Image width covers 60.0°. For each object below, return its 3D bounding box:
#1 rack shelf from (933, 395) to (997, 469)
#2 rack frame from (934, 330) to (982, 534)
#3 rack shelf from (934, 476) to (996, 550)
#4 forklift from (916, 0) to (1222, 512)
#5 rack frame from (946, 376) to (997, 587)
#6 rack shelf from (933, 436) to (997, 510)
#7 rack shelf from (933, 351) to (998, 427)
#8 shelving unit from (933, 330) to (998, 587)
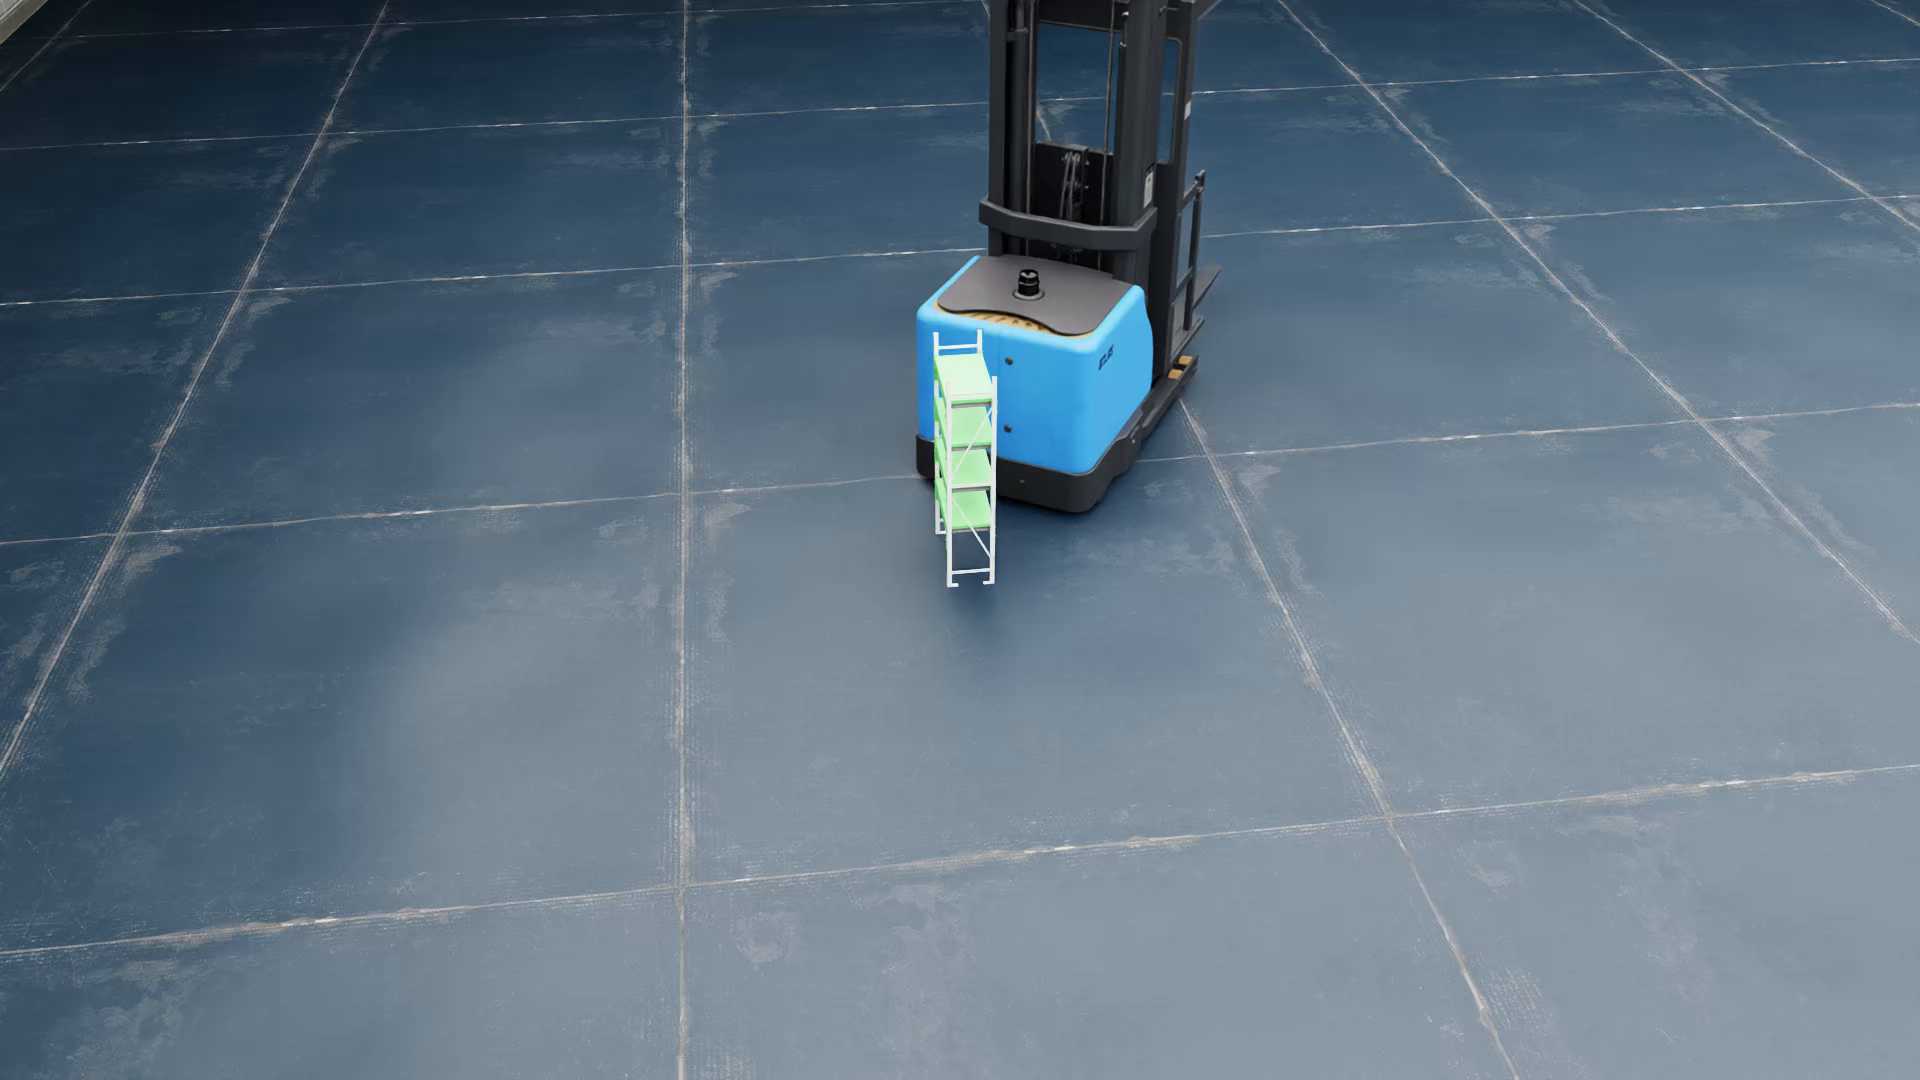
[{"bbox_3d":[0.022,-0.549,8.306,0.258,0.148,0.480,-4,35,-6],"label":"rack shelf"},{"bbox_3d":[-0.011,-0.540,8.605,0.240,1.200,0.015,-4,35,-6],"label":"rack frame"},{"bbox_3d":[0.022,-0.152,8.576,0.258,0.148,0.480,-4,35,-6],"label":"rack shelf"},{"bbox_3d":[0.825,-2.179,9.473,1.130,2.935,3.031,14,37,20],"label":"forklift"},{"bbox_3d":[0.055,-0.267,8.205,0.240,1.200,0.015,-4,35,-6],"label":"rack frame"},{"bbox_3d":[0.022,-0.351,8.441,0.258,0.148,0.480,-4,35,-6],"label":"rack shelf"},{"bbox_3d":[0.022,-0.747,8.171,0.258,0.148,0.480,-4,35,-6],"label":"rack shelf"},{"bbox_3d":[0.022,-0.403,8.405,0.258,1.200,0.503,-4,35,-6],"label":"shelving unit"}]
